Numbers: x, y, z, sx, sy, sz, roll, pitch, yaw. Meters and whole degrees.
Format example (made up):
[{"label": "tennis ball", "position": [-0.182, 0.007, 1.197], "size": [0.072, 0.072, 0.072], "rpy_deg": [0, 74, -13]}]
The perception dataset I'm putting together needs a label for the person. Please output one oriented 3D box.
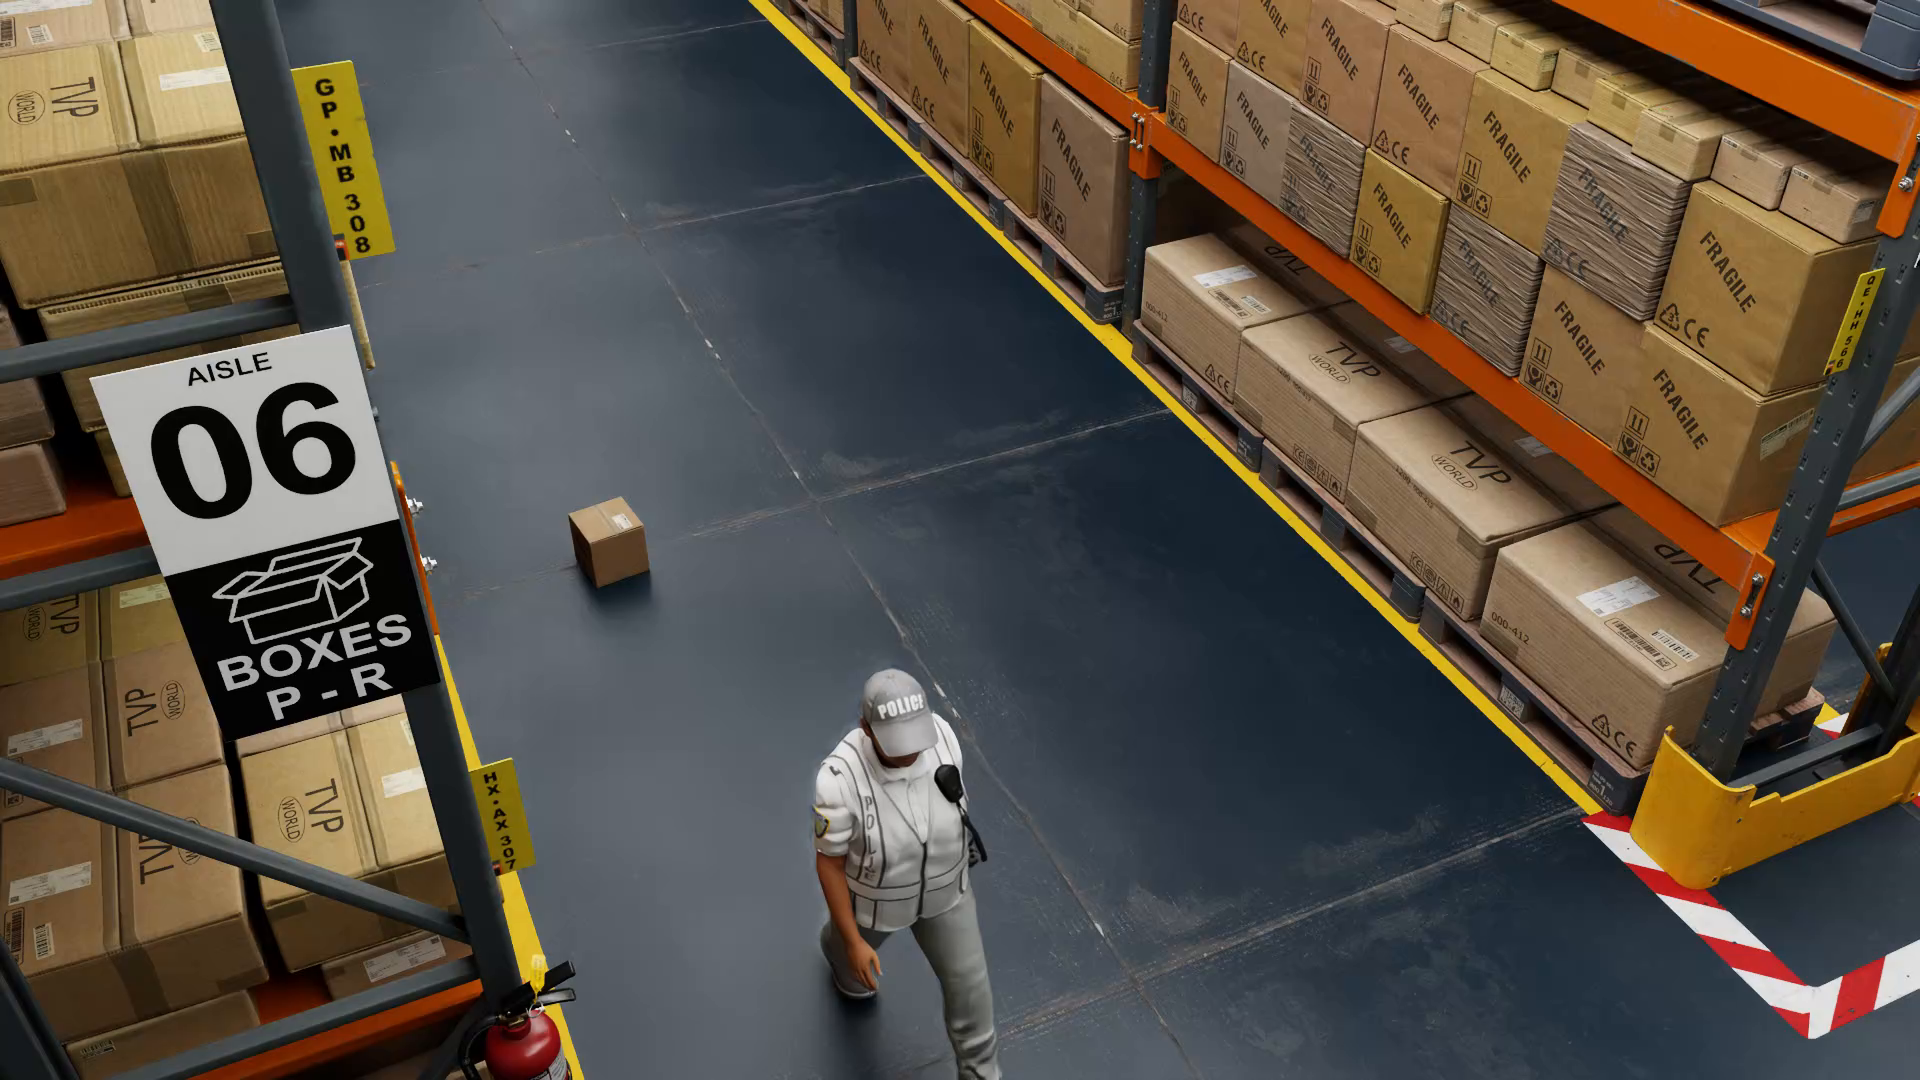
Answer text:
[{"label": "person", "position": [-0.170, 1.021, 4.822], "size": [0.495, 1.599, 1.050], "rpy_deg": [-14, 40, -18]}]
